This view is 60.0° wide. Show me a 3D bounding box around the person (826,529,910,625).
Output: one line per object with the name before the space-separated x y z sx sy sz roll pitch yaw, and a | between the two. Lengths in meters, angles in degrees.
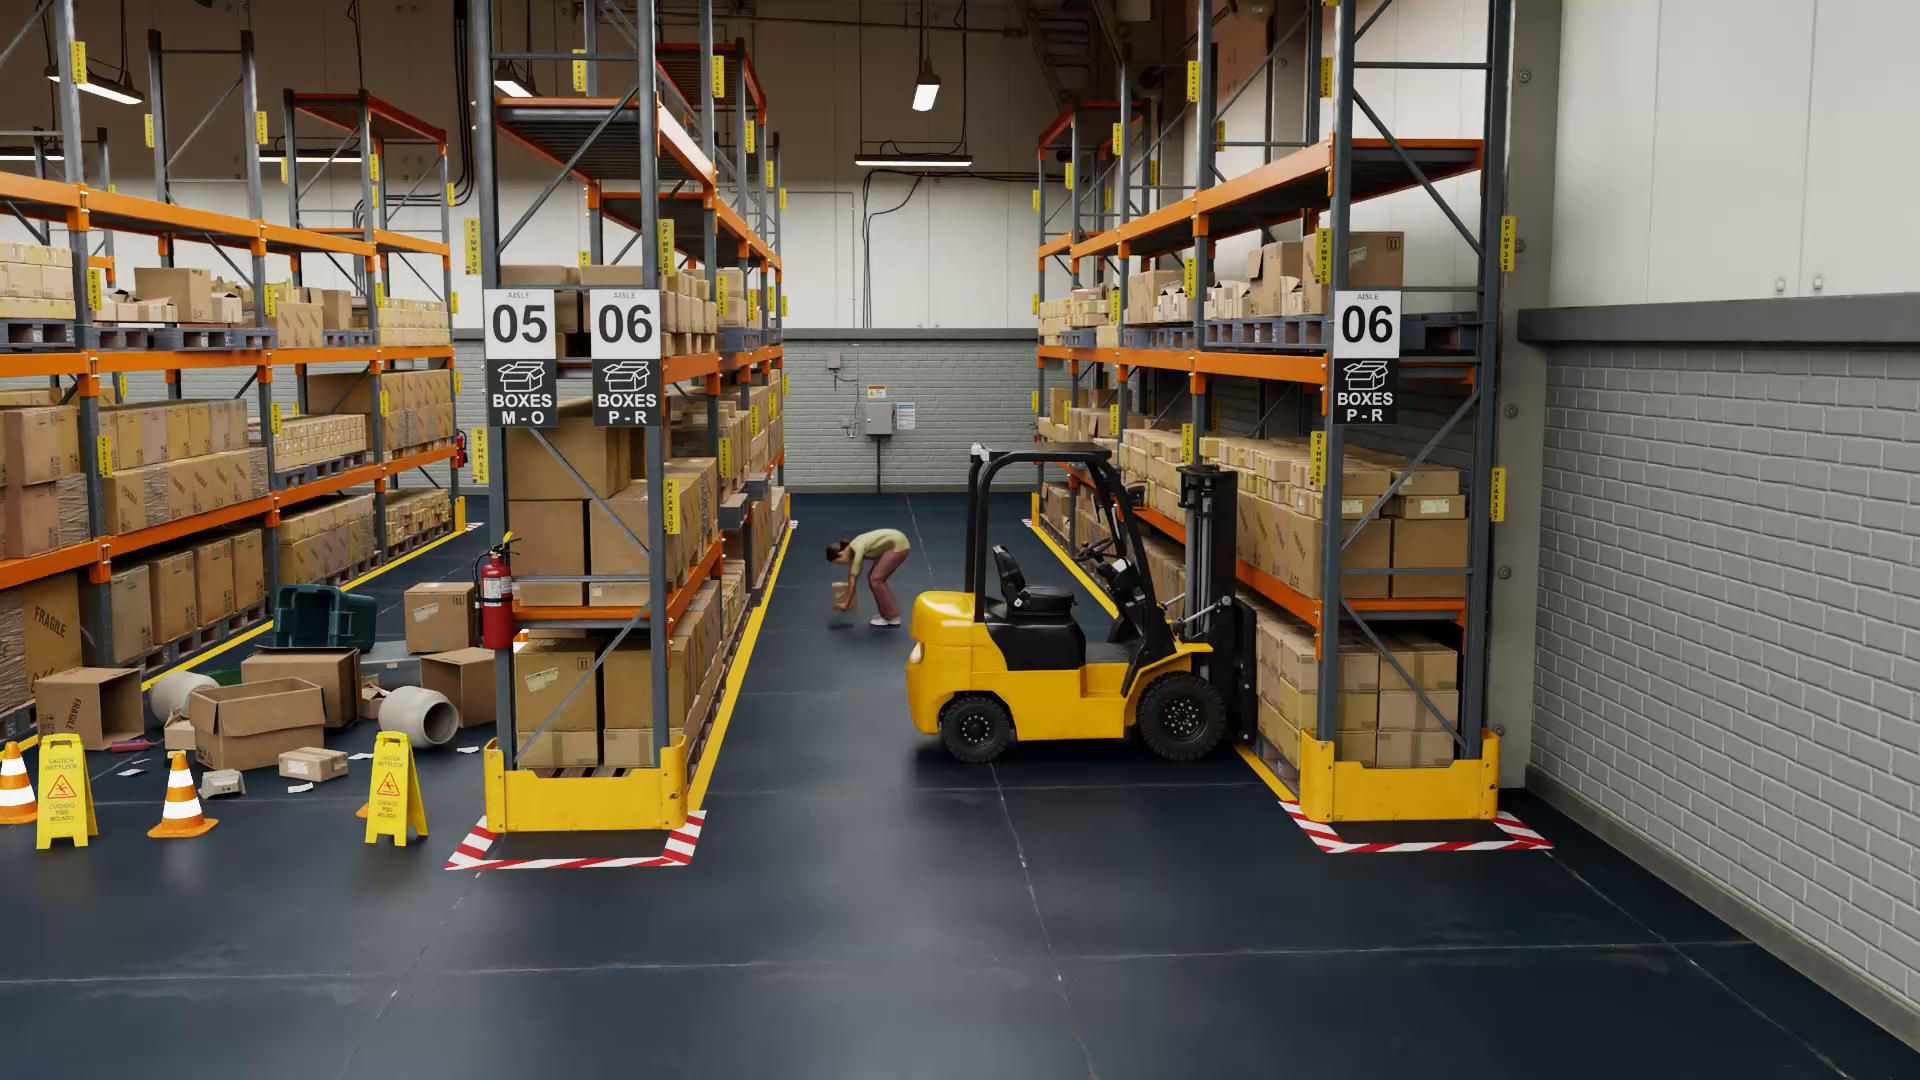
person | -0.942 0.407 17.054 0.860 0.915 0.453 -1 7 -6
